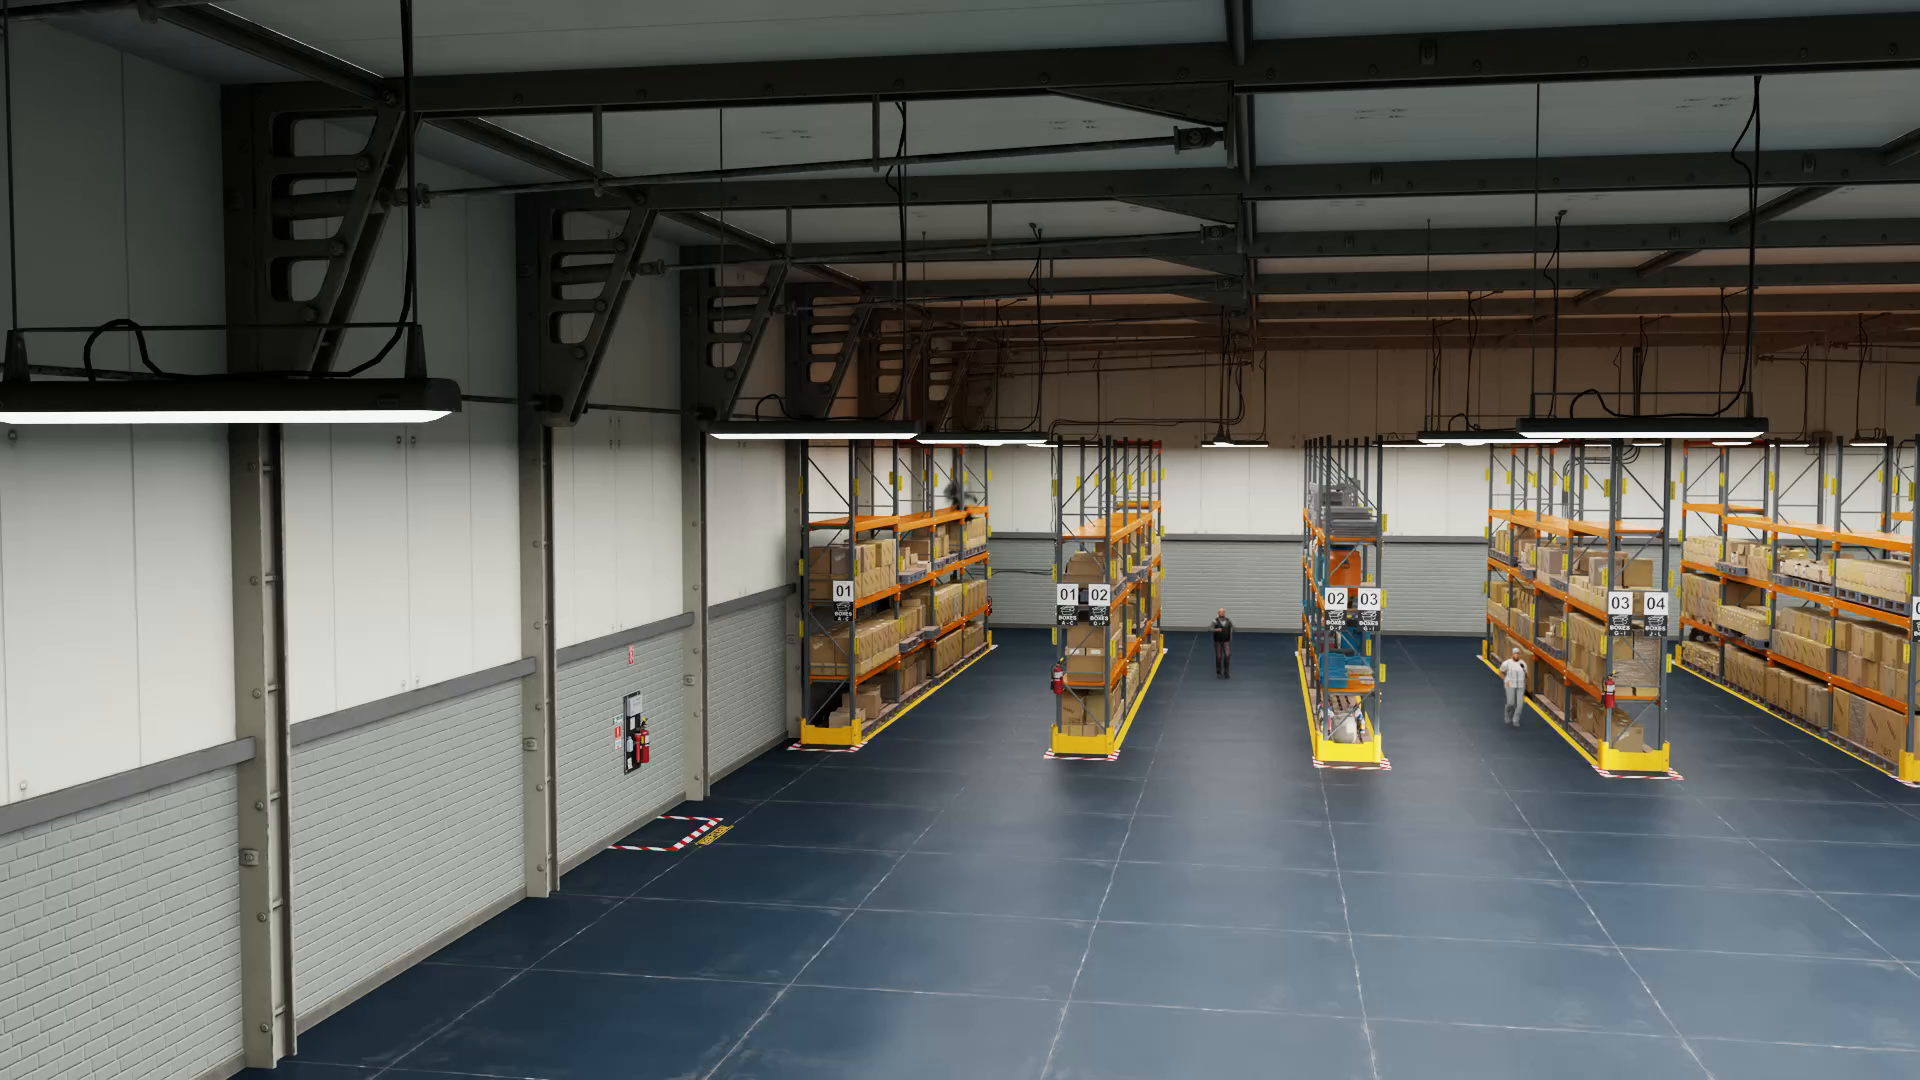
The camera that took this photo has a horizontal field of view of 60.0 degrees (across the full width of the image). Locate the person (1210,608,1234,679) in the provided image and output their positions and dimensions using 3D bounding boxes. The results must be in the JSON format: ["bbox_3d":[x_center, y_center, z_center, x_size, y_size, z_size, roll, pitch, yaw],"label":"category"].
[{"bbox_3d":[6.592,2.602,41.837,0.643,1.776,0.747,0,3,1],"label":"person"}]

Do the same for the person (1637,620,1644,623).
[{"bbox_3d":[18.117,2.436,44.855,0.749,1.729,0.655,2,4,38],"label":"person"}]

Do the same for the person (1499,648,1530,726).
[{"bbox_3d":[11.498,3.047,34.411,0.599,1.621,0.557,0,3,5],"label":"person"}]

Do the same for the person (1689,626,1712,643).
[{"bbox_3d":[20.257,2.388,45.362,0.822,1.843,0.667,0,3,-5],"label":"person"}]
